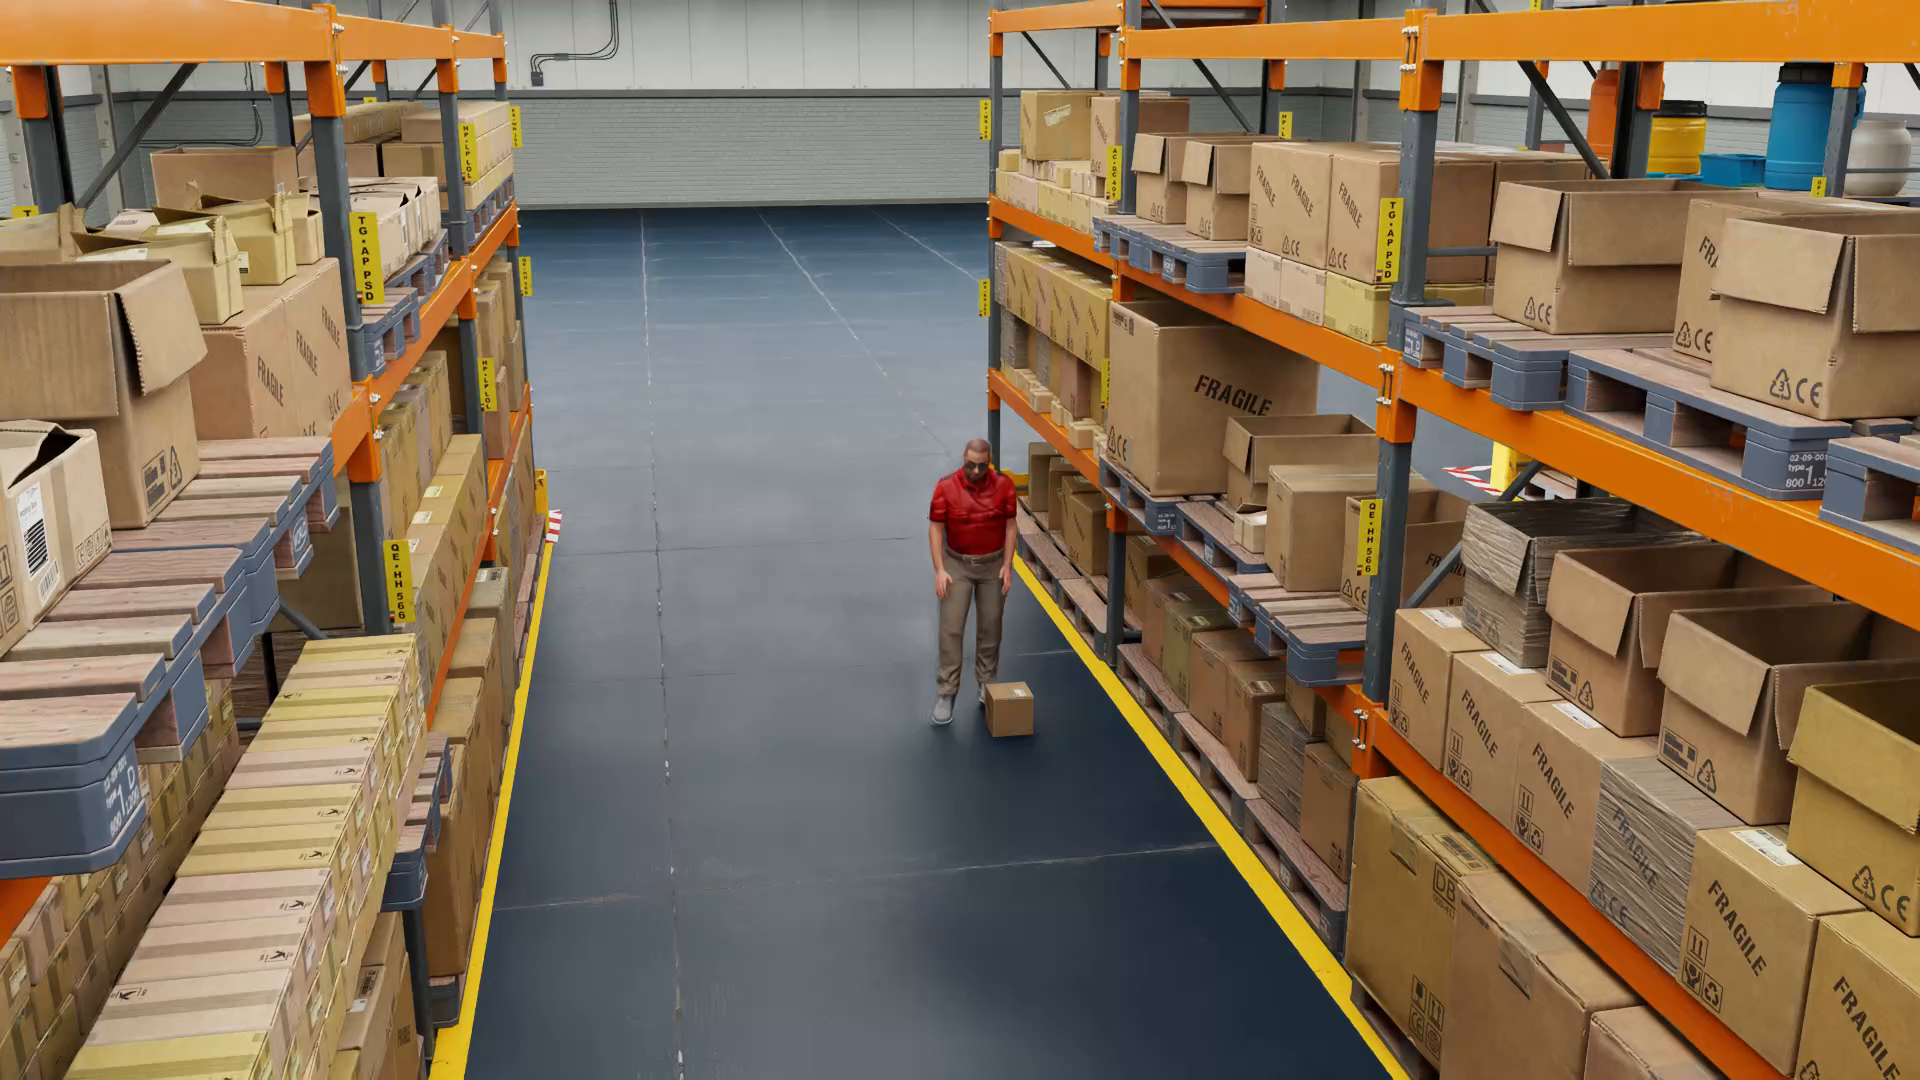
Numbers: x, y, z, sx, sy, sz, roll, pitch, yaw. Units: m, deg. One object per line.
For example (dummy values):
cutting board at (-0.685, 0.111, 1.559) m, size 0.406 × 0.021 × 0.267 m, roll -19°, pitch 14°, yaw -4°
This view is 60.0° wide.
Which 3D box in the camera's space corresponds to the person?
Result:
person at (0.082, 0.222, 10.274) m, size 0.577 × 1.736 × 0.562 m, roll -2°, pitch 16°, yaw -8°
